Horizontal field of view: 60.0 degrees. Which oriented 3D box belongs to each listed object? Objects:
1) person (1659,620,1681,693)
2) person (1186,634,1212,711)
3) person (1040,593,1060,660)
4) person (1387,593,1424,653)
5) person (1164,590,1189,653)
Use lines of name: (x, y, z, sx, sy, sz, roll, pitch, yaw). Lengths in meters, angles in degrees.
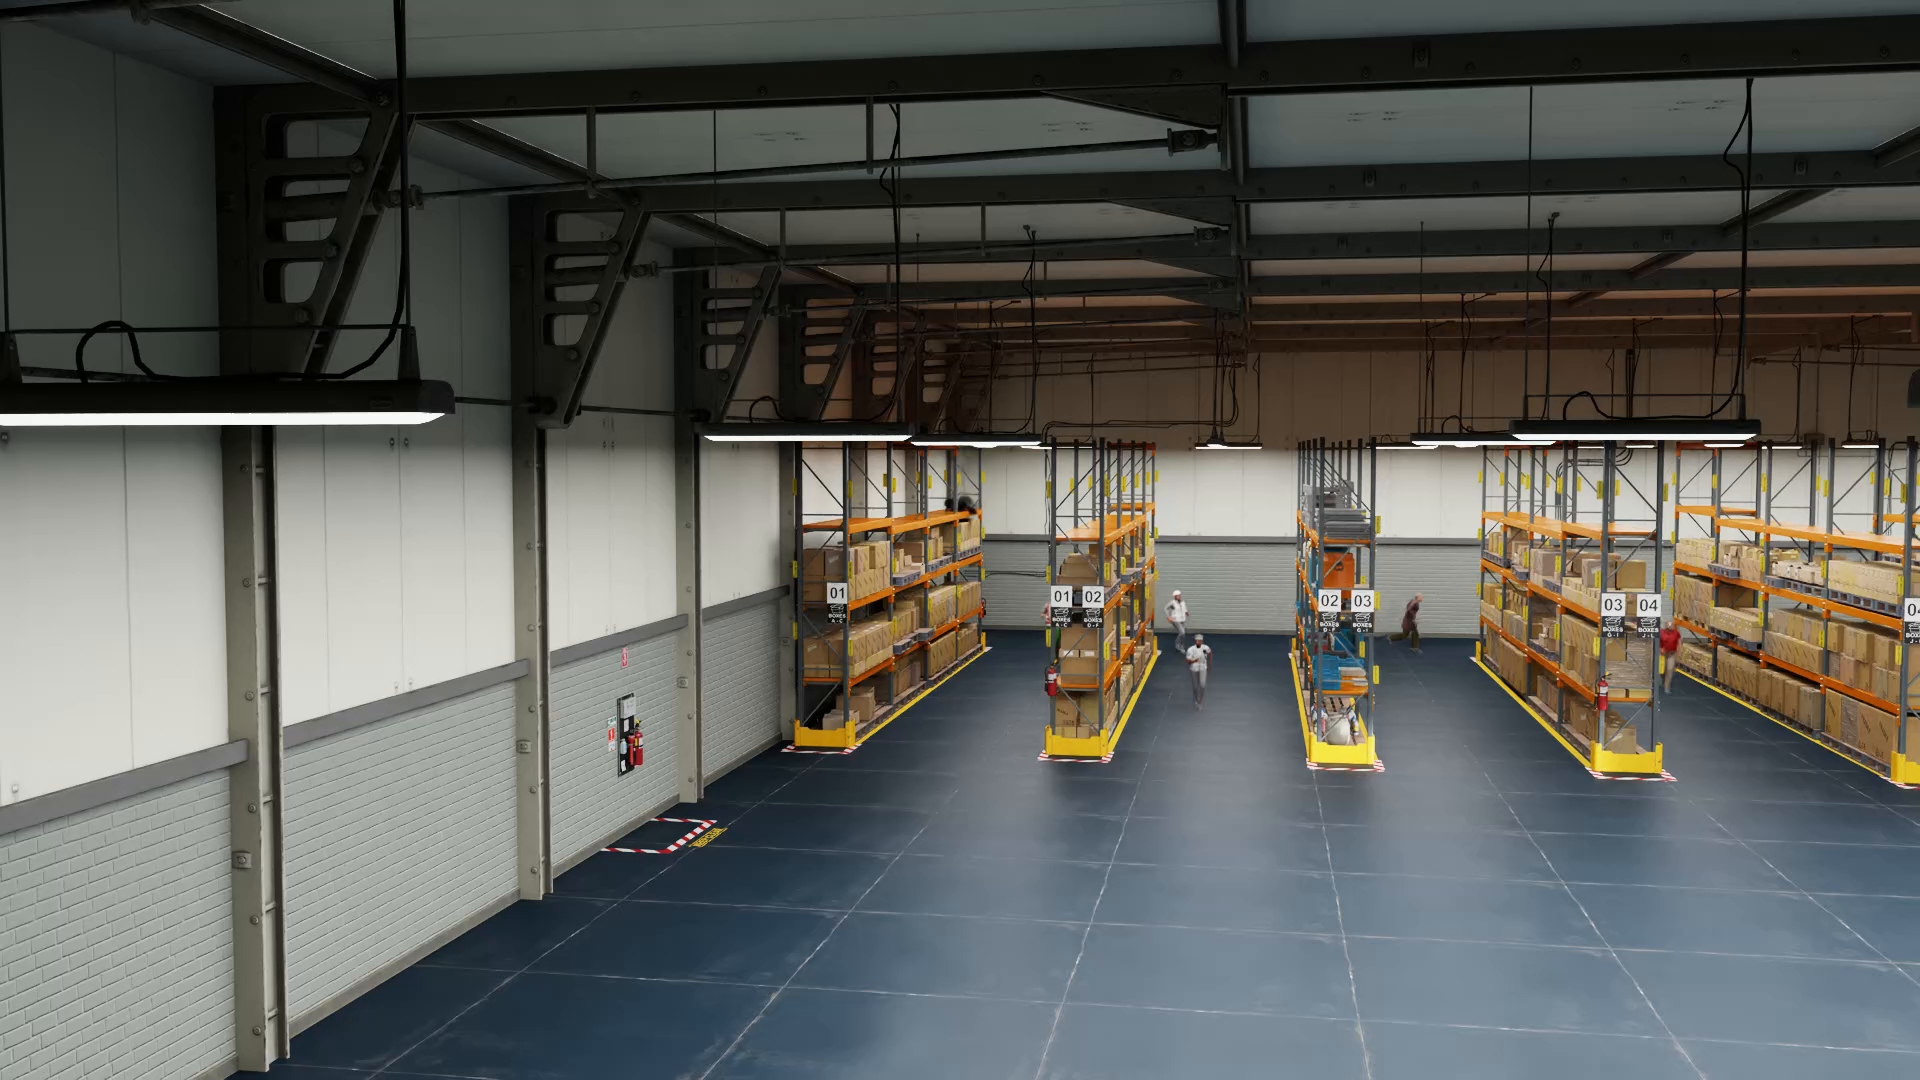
person: (16.950, 2.774, 39.876, 0.686, 1.723, 0.924, 1, 3, 10)
person: (5.320, 2.930, 36.986, 0.600, 1.709, 0.820, 0, 3, 3)
person: (2.427, 2.267, 43.086, 0.686, 1.857, 0.782, 1, 3, 15)
person: (12.754, 2.372, 47.607, 1.027, 1.737, 0.730, 1, 3, 13)
person: (6.231, 2.339, 47.524, 0.707, 1.815, 0.685, -2, 4, -32)
